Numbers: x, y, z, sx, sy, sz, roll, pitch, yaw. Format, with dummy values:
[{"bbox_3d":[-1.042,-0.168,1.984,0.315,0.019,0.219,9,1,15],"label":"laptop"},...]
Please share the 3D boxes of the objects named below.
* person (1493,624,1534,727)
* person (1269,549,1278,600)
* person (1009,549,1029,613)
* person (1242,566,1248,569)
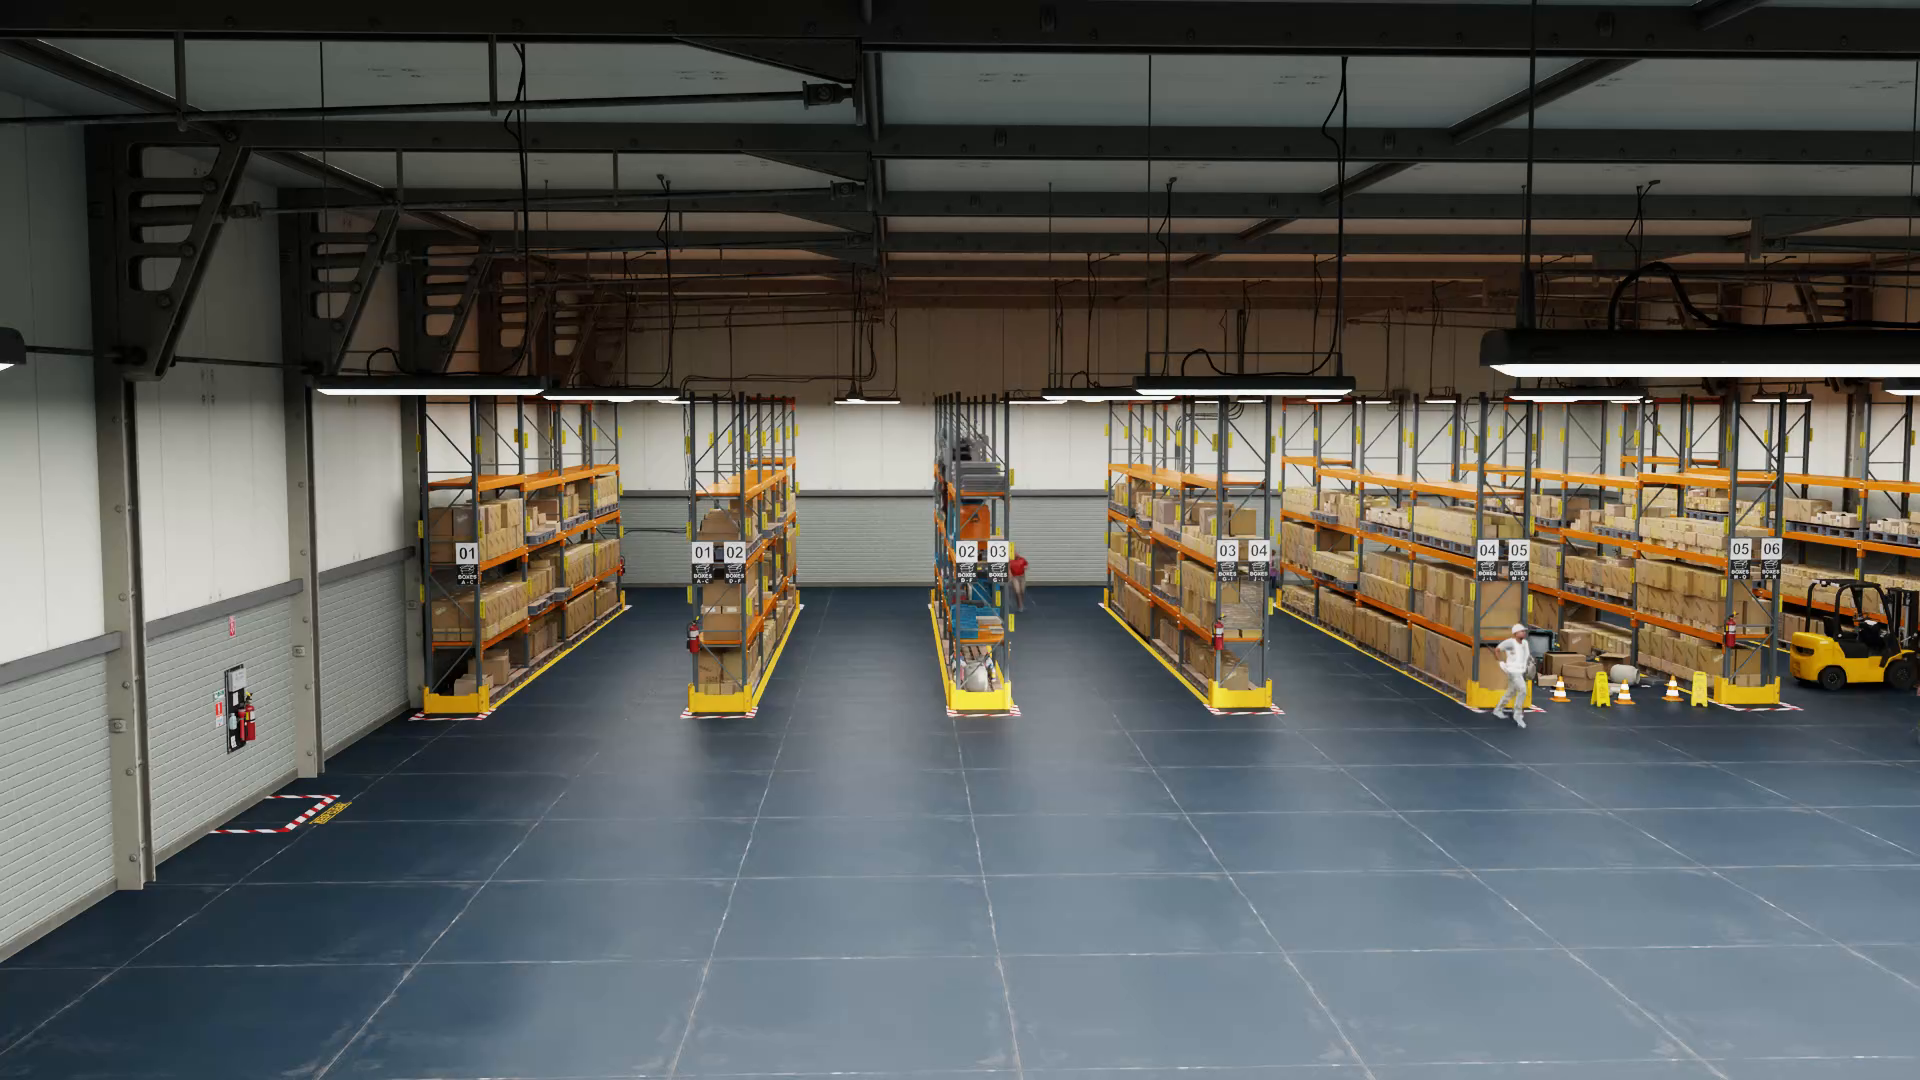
[{"bbox_3d":[10.040,2.427,30.138,0.681,1.833,0.730,-5,6,-45],"label":"person"},{"bbox_3d":[9.172,1.057,48.623,0.782,1.627,0.541,-2,5,-25],"label":"person"},{"bbox_3d":[1.614,1.140,46.659,0.661,1.791,0.789,-1,5,-15],"label":"person"},{"bbox_3d":[7.323,1.348,43.948,0.704,1.712,1.046,0,5,-4],"label":"person"}]
